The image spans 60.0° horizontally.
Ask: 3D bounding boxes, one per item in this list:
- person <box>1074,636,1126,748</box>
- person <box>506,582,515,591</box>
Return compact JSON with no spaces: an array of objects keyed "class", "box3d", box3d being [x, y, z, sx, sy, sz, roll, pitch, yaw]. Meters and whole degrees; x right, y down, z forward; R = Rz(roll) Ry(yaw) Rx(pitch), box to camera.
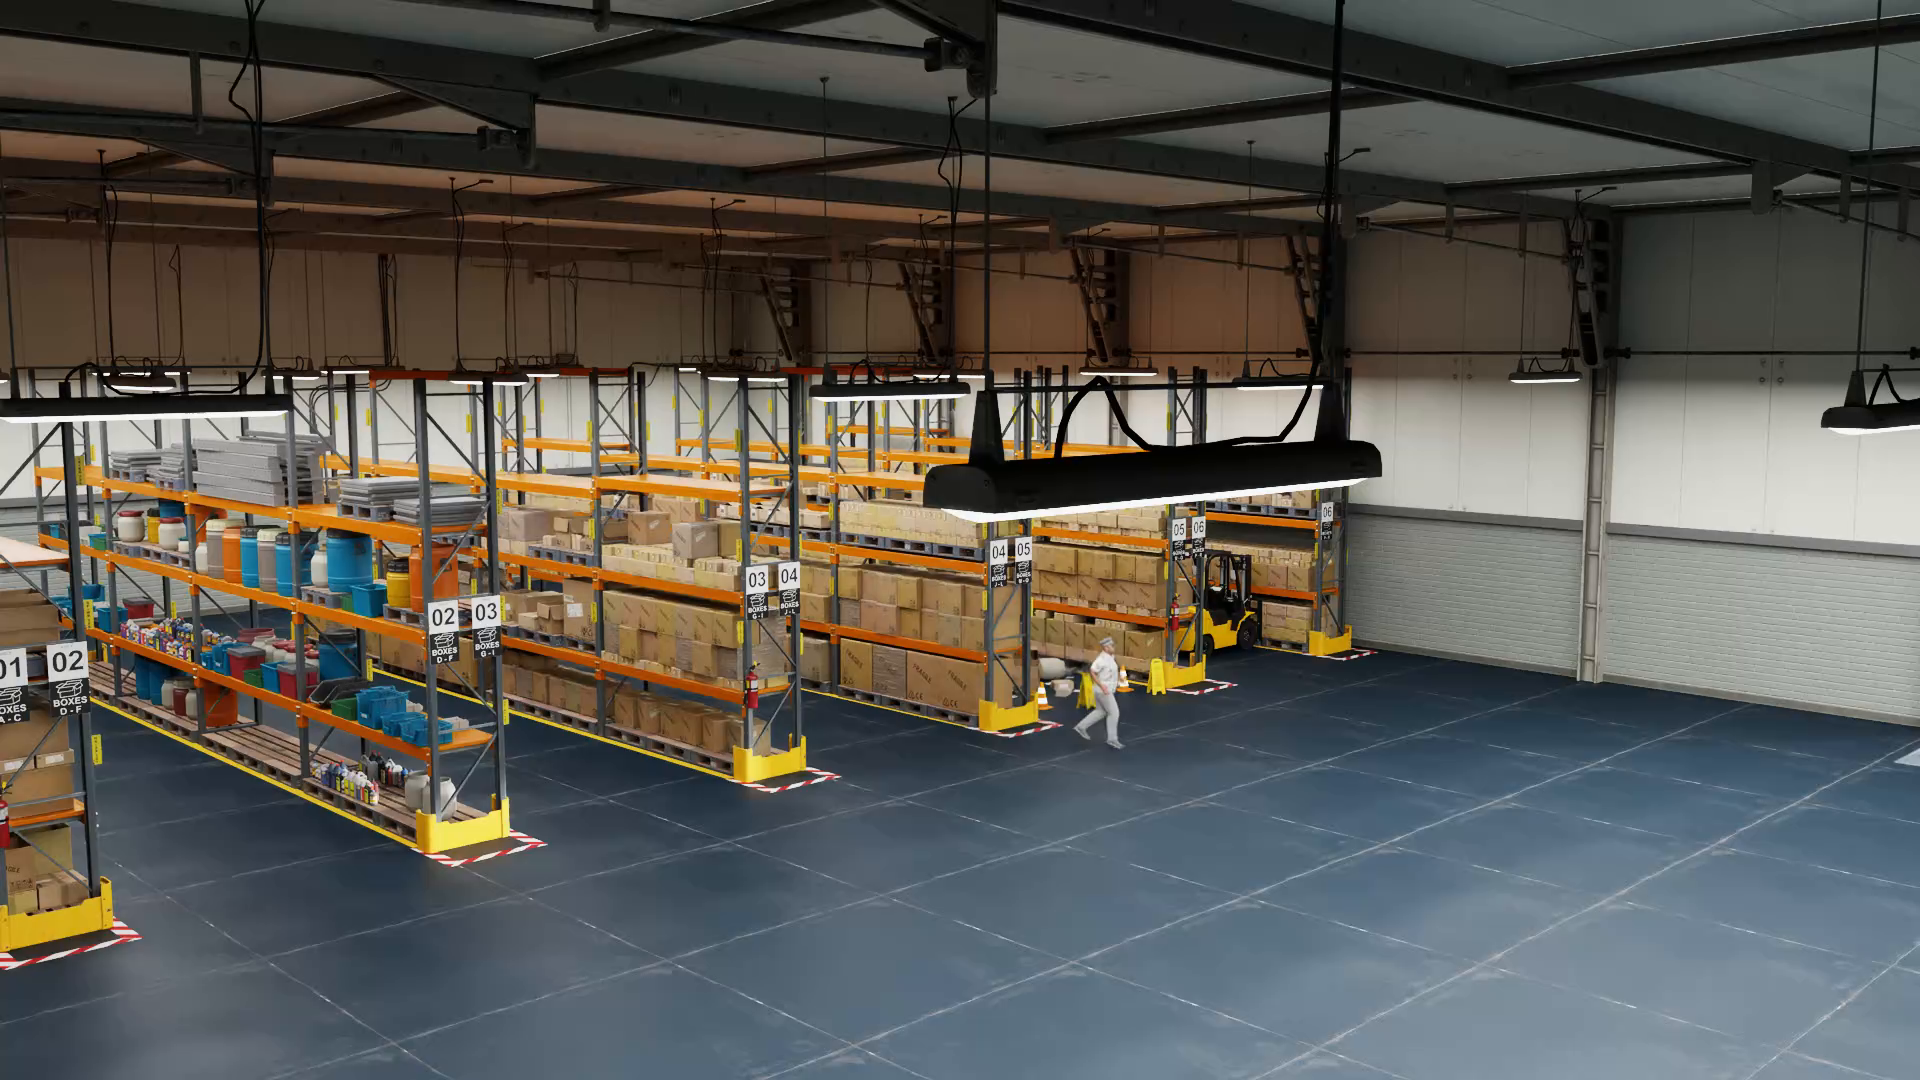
[{"class":"person","box3d":[2.260,2.442,26.770,0.849,1.825,0.657,1,7,11]},{"class":"person","box3d":[-9.068,1.706,33.546,0.640,1.756,0.998,-6,9,-41]}]
